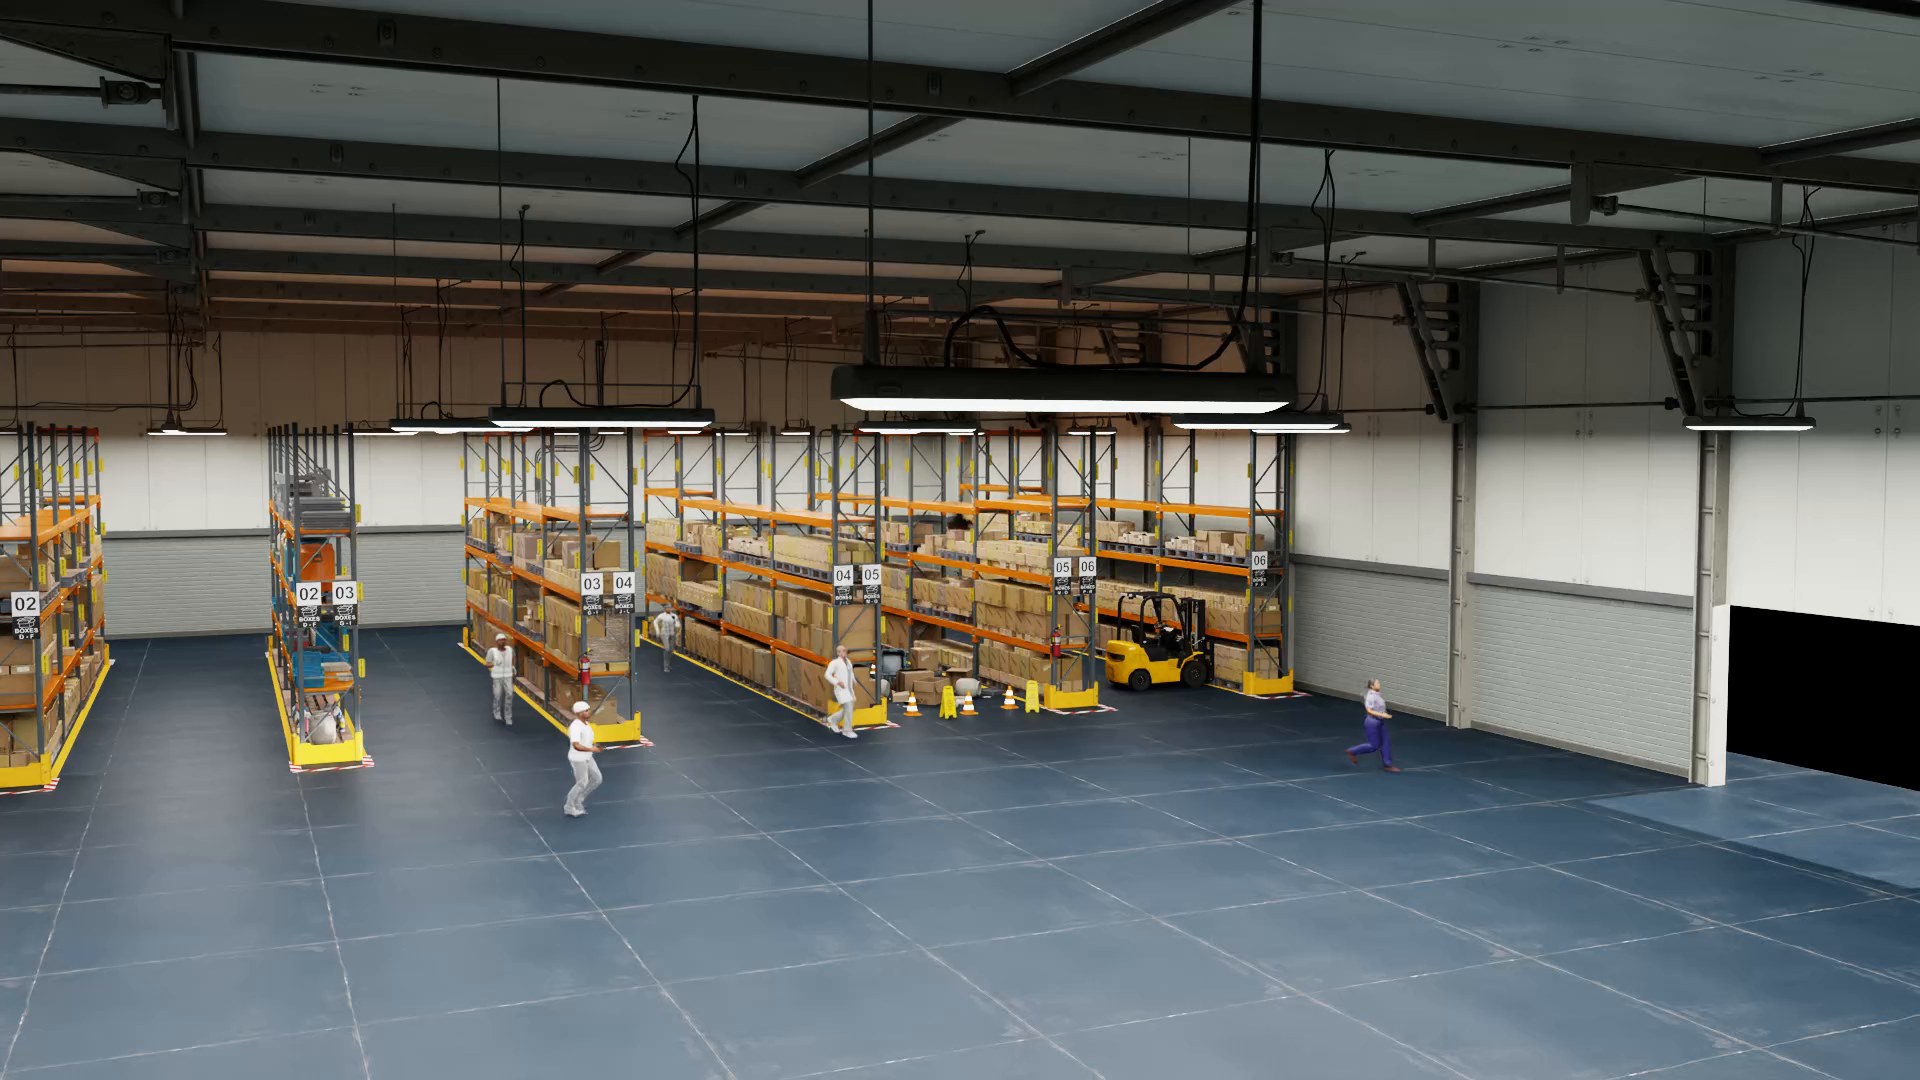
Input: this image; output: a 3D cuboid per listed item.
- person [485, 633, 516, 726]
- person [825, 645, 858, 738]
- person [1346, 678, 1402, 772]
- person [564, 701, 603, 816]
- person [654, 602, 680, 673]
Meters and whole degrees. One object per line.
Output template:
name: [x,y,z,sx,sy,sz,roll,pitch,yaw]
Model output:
person: [-9.182,2.793,33.352,0.657,1.841,0.733,-2,4,-26]
person: [-2.269,2.915,32.032,0.738,1.775,0.732,2,4,30]
person: [7.126,3.166,28.577,0.932,1.614,0.621,2,4,24]
person: [-5.683,3.307,25.183,0.639,1.745,0.723,0,3,4]
person: [-7.172,2.386,40.854,0.576,1.749,0.732,-2,4,-29]
